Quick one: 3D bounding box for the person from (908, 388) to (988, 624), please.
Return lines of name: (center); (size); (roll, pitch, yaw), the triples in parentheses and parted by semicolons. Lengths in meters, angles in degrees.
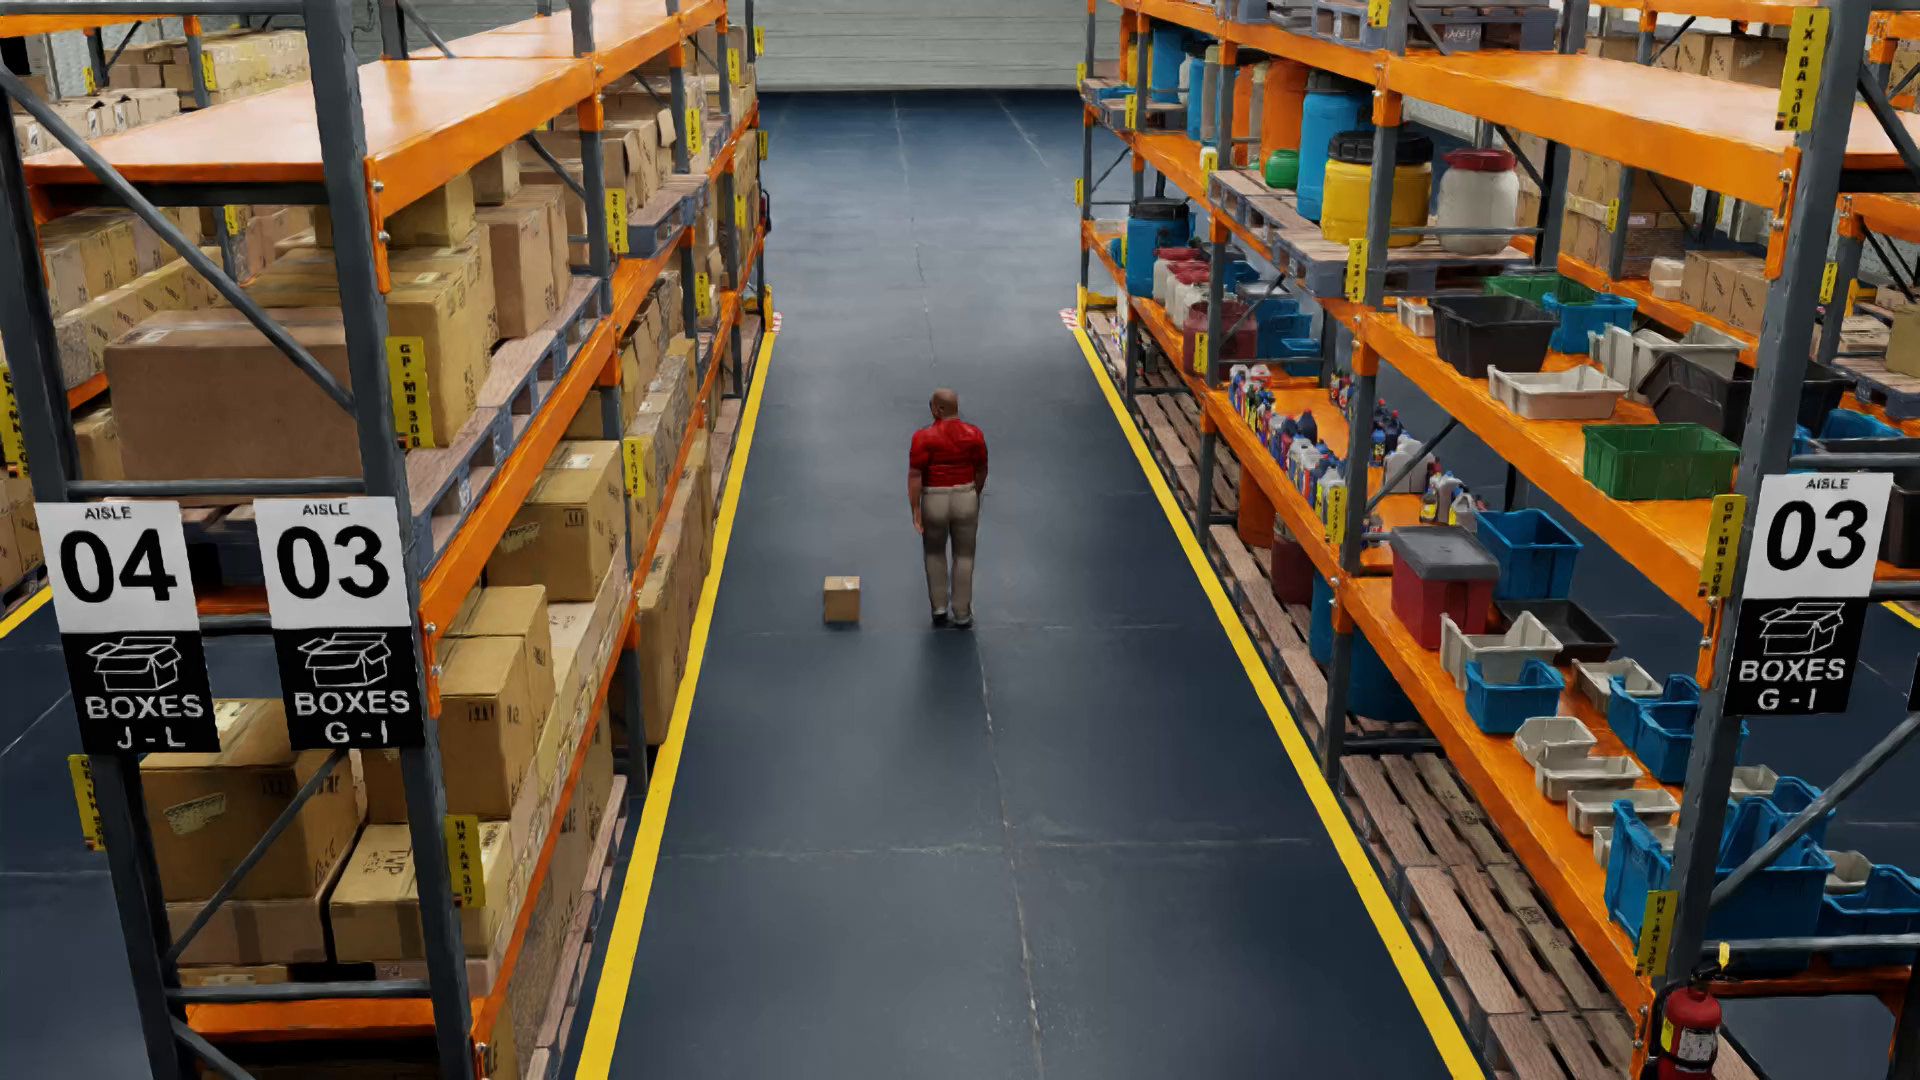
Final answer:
person: (-0.088, -0.200, 11.729); (0.559, 1.840, 0.455); (-1, 20, -4)
